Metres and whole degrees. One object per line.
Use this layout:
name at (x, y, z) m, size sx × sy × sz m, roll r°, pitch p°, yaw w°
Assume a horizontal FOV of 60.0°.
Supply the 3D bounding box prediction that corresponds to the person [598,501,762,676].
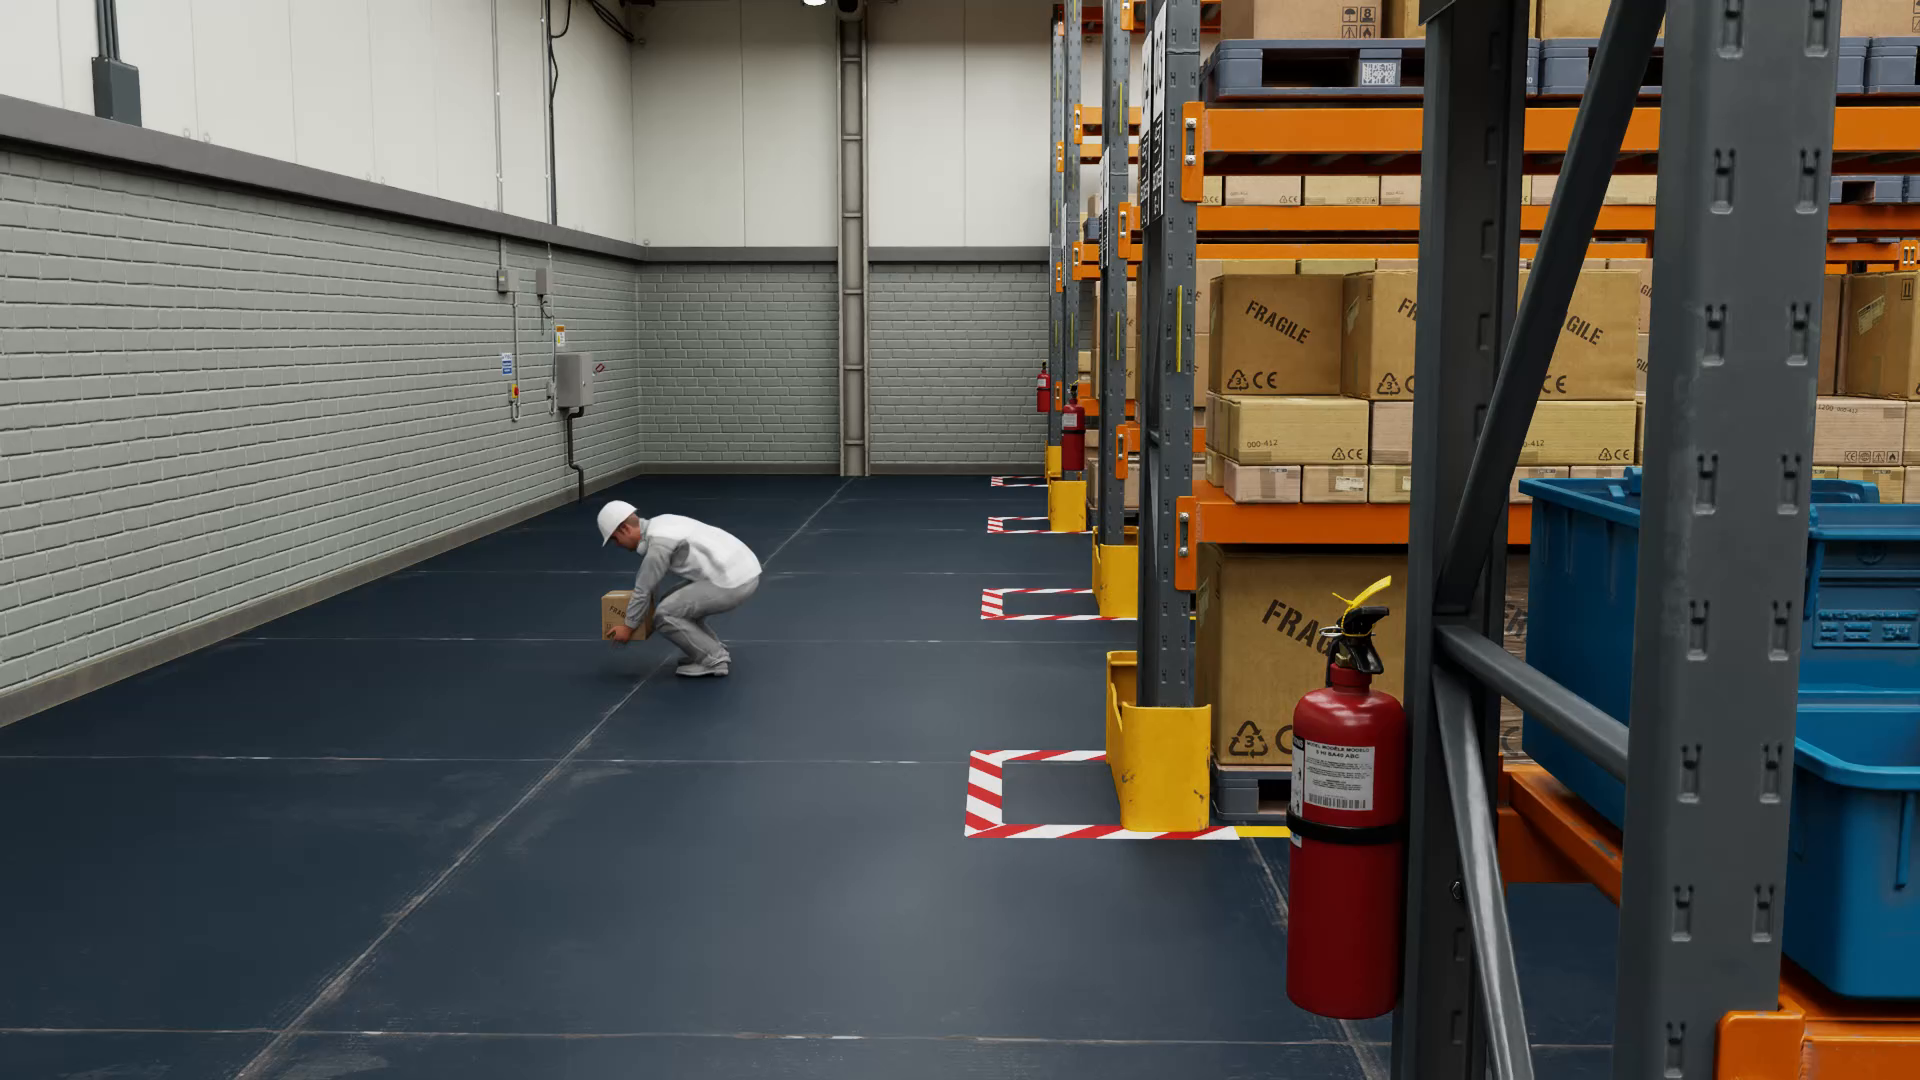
person at (-1.616, 0.272, 9.626) m, size 0.921 × 1.002 × 0.500 m, roll 0°, pitch 7°, yaw 0°
